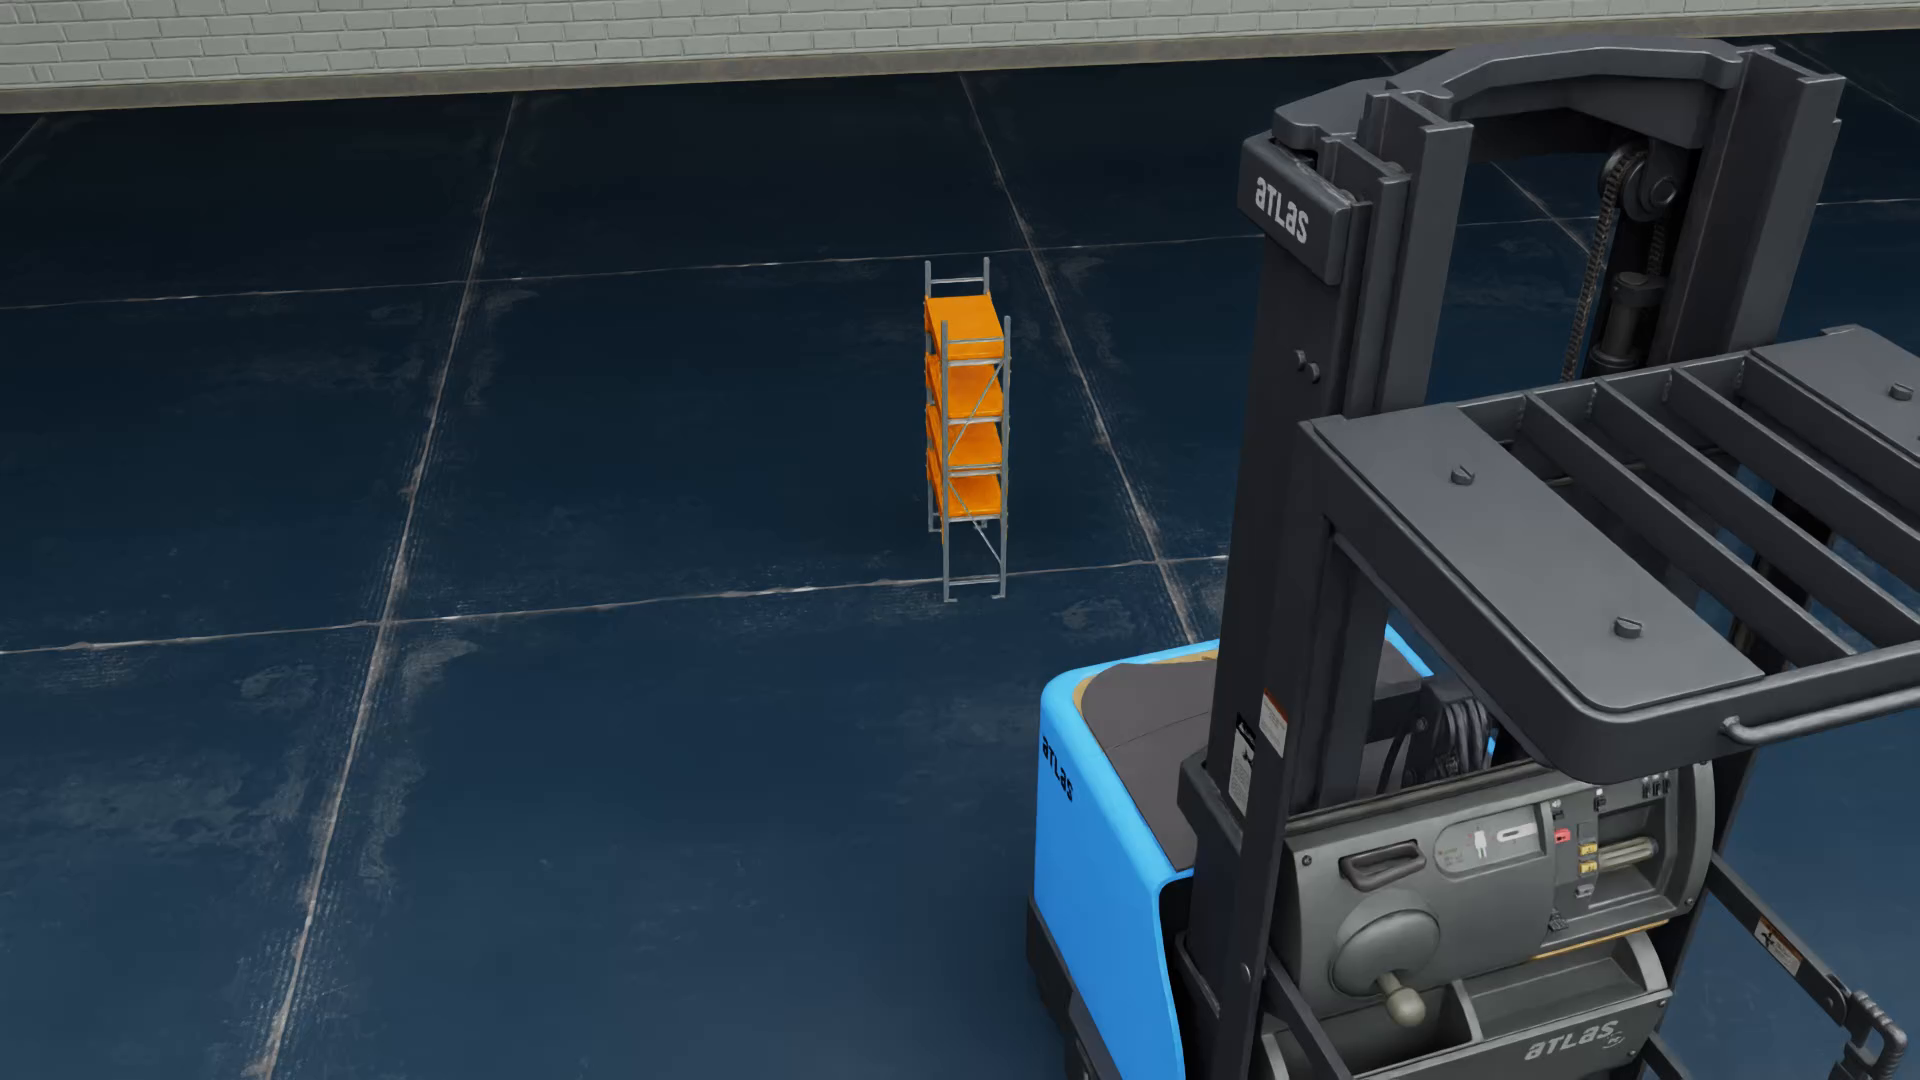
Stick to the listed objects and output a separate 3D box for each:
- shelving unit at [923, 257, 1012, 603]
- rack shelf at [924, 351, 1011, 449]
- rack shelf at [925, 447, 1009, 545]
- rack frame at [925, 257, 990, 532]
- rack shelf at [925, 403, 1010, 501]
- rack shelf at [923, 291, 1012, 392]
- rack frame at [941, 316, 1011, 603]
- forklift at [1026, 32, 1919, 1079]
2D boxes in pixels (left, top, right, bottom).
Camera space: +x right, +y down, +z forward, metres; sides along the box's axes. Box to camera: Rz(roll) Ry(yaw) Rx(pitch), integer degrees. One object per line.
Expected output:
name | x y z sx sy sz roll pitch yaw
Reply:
shelving unit | 0.022 -0.403 6.277 0.258 1.200 0.503 -4 35 -6
rack shelf | 0.022 -0.533 6.188 0.258 0.148 0.480 -4 35 -6
rack shelf | 0.022 -0.184 6.426 0.258 0.148 0.480 -4 35 -6
rack frame | -0.011 -0.540 6.476 0.240 1.200 0.015 -4 35 -6
rack shelf | 0.022 -0.348 6.314 0.258 0.148 0.480 -4 35 -6
rack shelf | 0.022 -0.728 6.055 0.258 0.148 0.480 -4 35 -6
rack frame | 0.055 -0.267 6.077 0.240 1.200 0.015 -4 35 -6
forklift | 1.138 0.730 3.076 1.130 2.935 3.031 -11 36 -15
